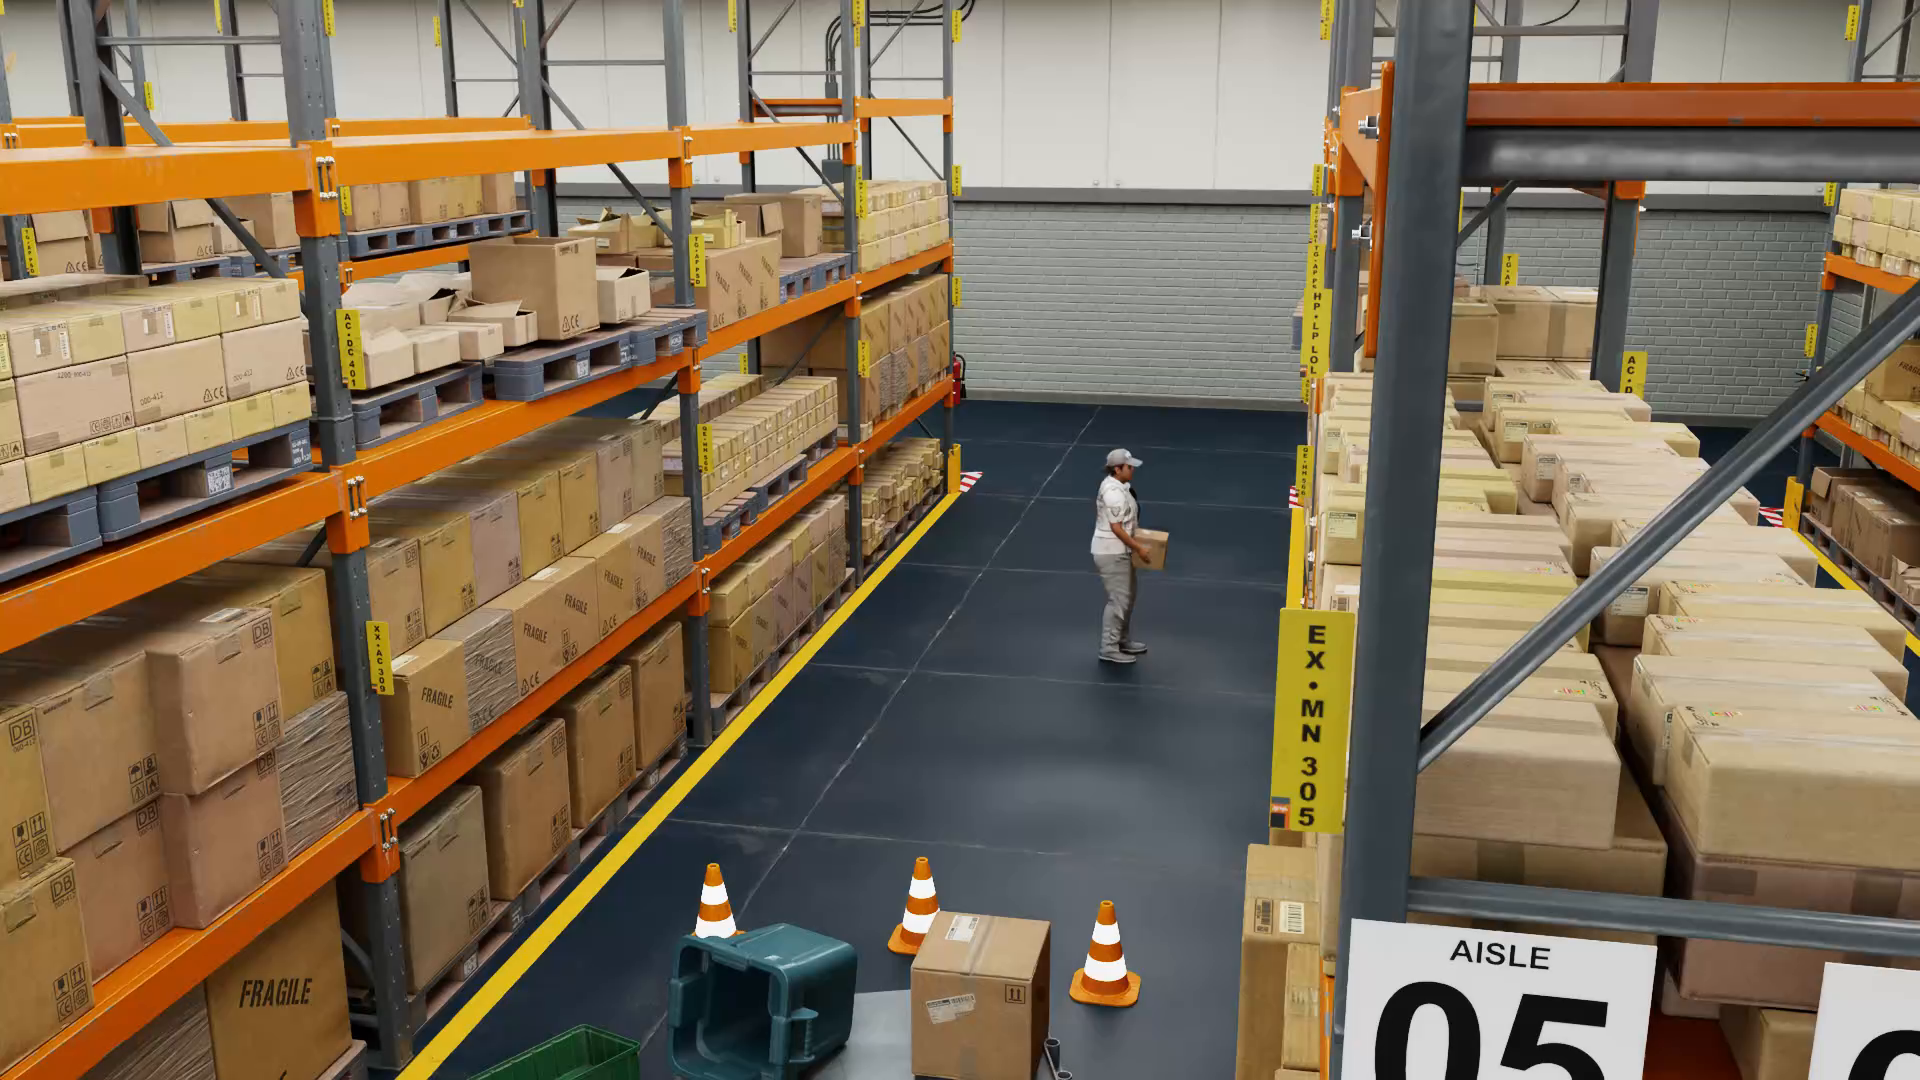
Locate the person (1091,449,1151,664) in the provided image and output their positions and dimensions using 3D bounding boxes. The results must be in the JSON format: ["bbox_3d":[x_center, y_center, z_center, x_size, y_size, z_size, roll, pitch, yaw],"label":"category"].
[{"bbox_3d":[1.278,0.106,13.089,0.490,1.671,0.493,3,15,11],"label":"person"}]
